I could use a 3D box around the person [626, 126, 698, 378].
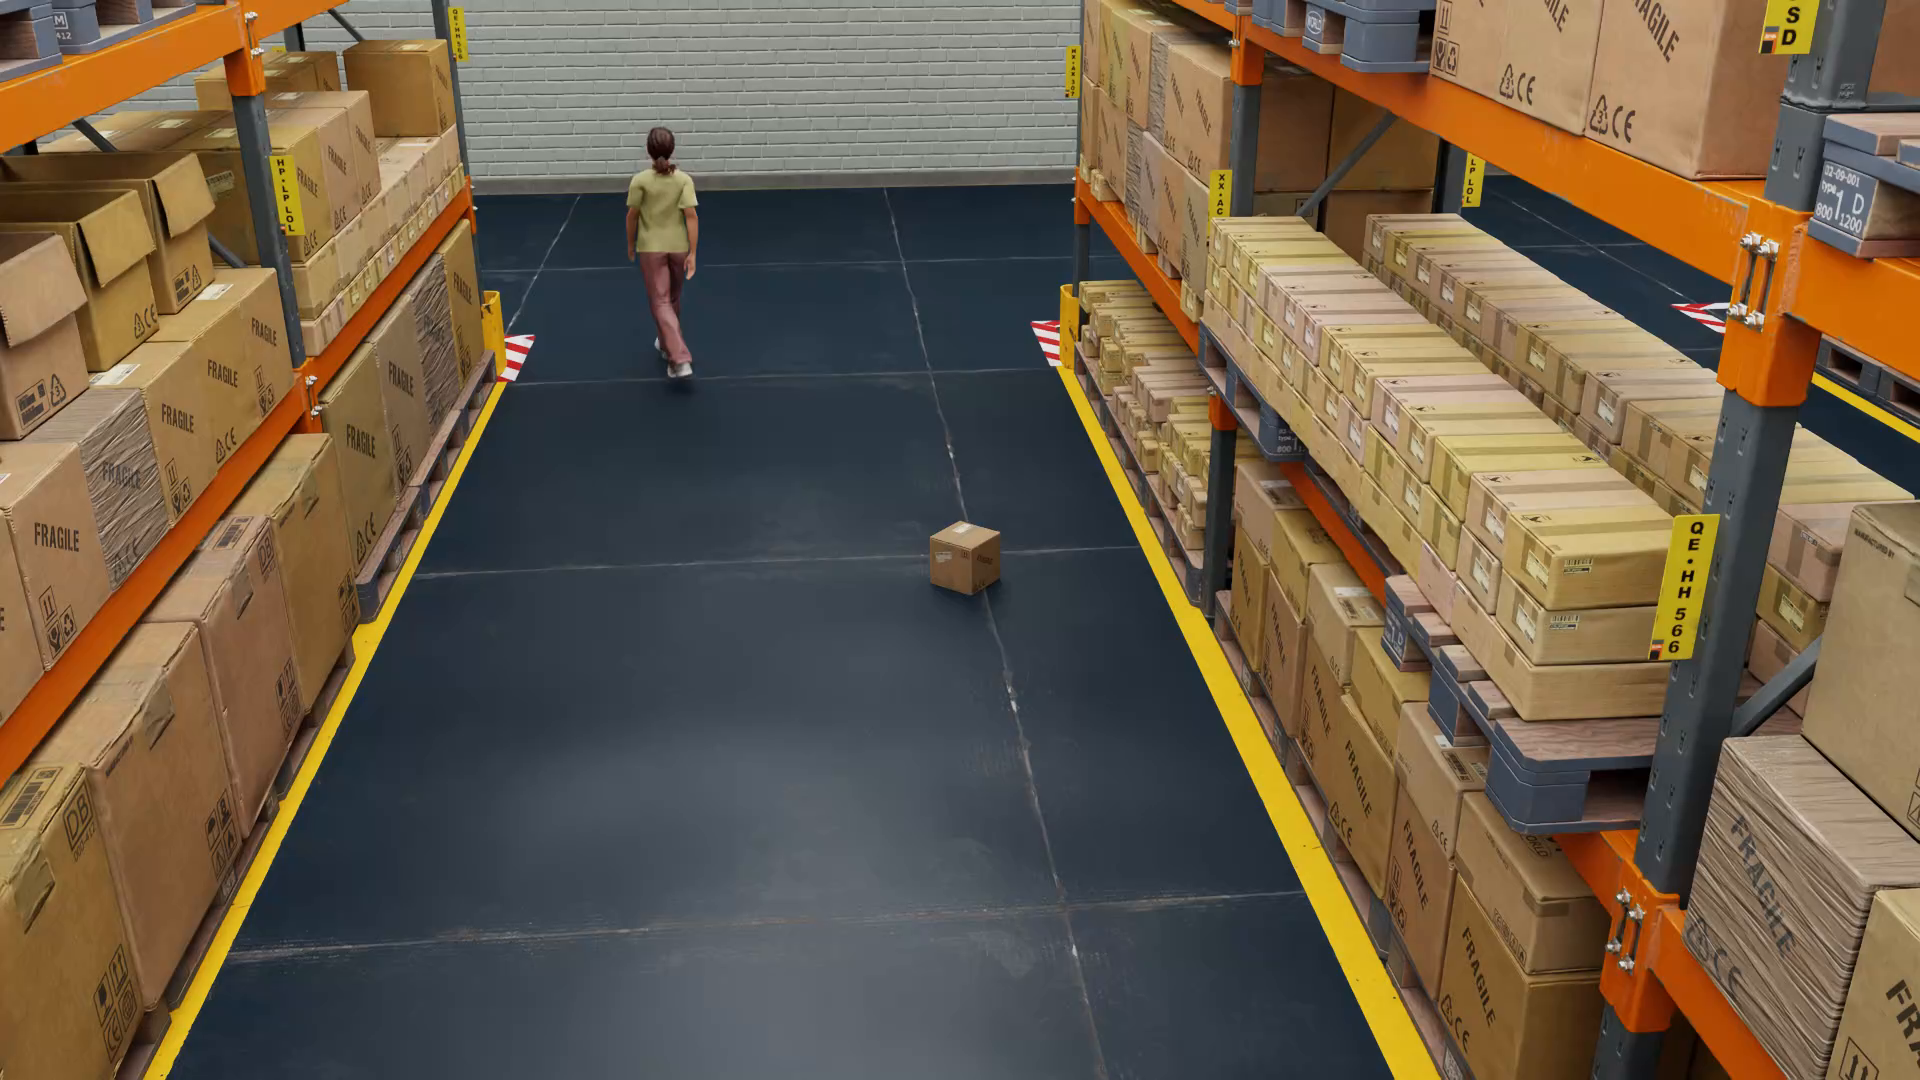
[{"bbox_3d":[-1.949,-1.893,10.899,0.437,1.621,1.018,-12,26,-24],"label":"person"}]
